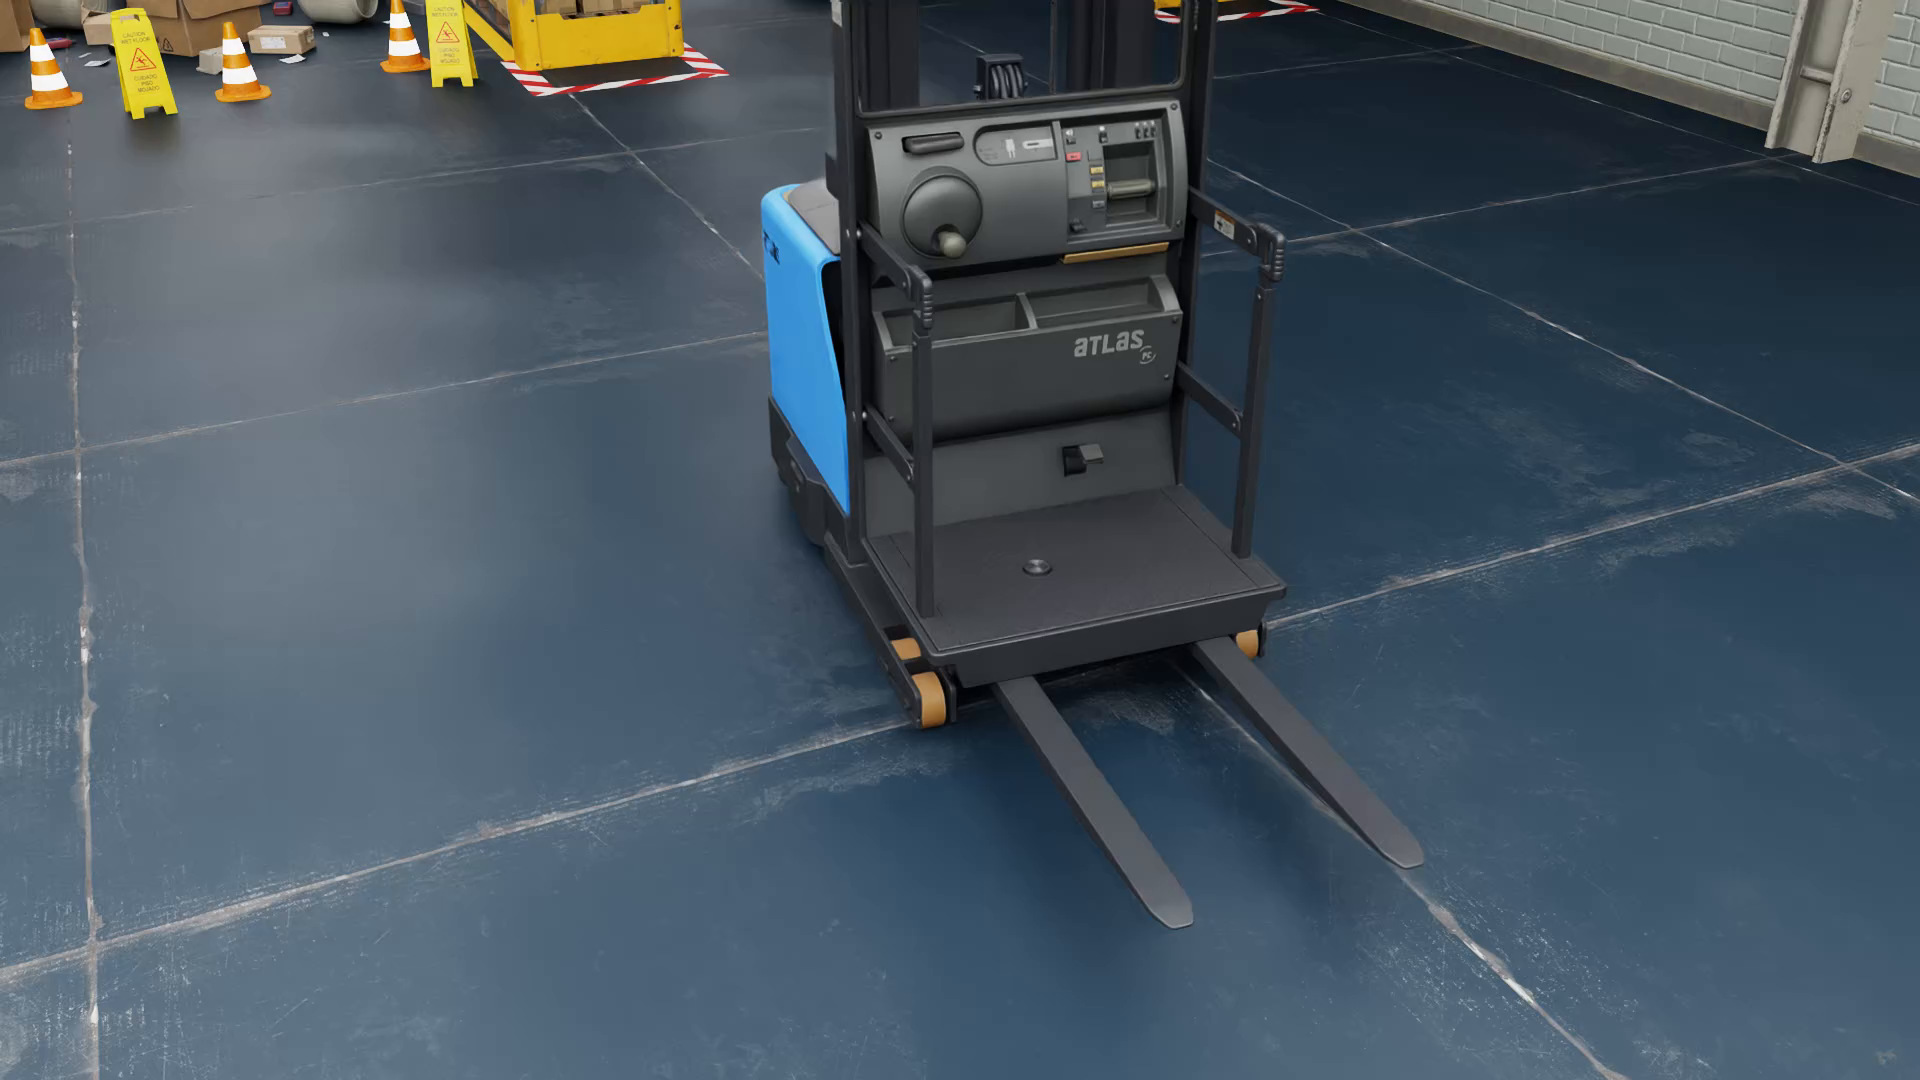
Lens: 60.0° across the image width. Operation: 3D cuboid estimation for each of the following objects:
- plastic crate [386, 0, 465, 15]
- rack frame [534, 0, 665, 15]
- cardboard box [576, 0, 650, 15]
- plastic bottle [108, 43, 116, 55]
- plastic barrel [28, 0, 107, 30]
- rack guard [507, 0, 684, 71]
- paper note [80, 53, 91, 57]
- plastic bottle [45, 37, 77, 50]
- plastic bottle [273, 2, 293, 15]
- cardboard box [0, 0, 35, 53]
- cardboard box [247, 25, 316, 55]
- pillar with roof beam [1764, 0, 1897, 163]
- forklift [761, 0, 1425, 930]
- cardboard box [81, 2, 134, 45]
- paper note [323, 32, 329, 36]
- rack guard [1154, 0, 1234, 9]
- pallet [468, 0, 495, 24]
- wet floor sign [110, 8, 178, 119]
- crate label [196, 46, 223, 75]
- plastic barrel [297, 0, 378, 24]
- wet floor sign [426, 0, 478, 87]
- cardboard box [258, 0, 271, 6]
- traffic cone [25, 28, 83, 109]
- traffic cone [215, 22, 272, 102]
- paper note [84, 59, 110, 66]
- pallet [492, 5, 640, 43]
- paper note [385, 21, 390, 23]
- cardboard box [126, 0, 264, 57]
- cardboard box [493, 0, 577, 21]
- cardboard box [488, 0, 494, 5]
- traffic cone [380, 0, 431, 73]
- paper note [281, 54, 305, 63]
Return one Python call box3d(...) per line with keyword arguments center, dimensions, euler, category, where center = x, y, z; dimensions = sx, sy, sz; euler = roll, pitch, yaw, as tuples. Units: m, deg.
box3d(center=(-4.321, -4.349, 13.423), dimensions=(0.583, 0.080, 0.402), euler=(26, 38, 38), category="plastic crate")
box3d(center=(-2.537, -4.721, 11.102), dimensions=(1.000, 3.000, 0.127), euler=(-13, 32, -22), category="rack frame")
box3d(center=(-2.634, -4.119, 12.411), dimensions=(0.500, 0.250, 0.500), euler=(-13, 32, -22), category="cardboard box")
box3d(center=(-6.071, -3.556, 12.030), dimensions=(0.283, 0.061, 0.133), euler=(26, 38, 38), category="plastic bottle")
box3d(center=(-6.809, -4.101, 12.631), dimensions=(0.512, 0.421, 0.421), euler=(7, 30, 13), category="plastic barrel")
box3d(center=(-2.570, -3.664, 11.773), dimensions=(1.175, 0.500, 0.348), euler=(-13, 32, -22), category="rack guard")
box3d(center=(-6.292, -3.486, 11.957), dimensions=(0.032, 0.001, 0.123), euler=(2, 29, 4), category="paper note")
box3d(center=(-6.624, -3.626, 12.153), dimensions=(0.133, 0.061, 0.283), euler=(26, 38, 38), category="plastic bottle")
box3d(center=(-5.394, -4.242, 13.253), dimensions=(0.133, 0.061, 0.283), euler=(-8, 30, -13), category="plastic bottle")
box3d(center=(-7.089, -3.844, 12.092), dimensions=(0.500, 0.500, 0.500), euler=(-8, 30, -13), category="cardboard box")
box3d(center=(-4.924, -3.632, 12.075), dimensions=(0.380, 0.149, 0.250), euler=(2, 29, 4), category="cardboard box")
box3d(center=(1.147, -5.324, 6.044), dimensions=(9.100, 9.000, 0.400), euler=(-13, 32, -22), category="pillar with roof beam")
box3d(center=(0.276, -0.962, 4.468), dimensions=(1.130, 2.935, 3.031), euler=(-10, 31, -17), category="forklift")
box3d(center=(-6.280, -3.839, 12.324), dimensions=(0.396, 0.266, 0.258), euler=(-8, 30, -13), category="cardboard box")
box3d(center=(-4.784, -3.815, 12.543), dimensions=(0.032, 0.001, 0.123), euler=(-13, 32, -22), category="paper note")
box3d(center=(1.954, -4.664, 13.556), dimensions=(1.175, 0.500, 0.348), euler=(-13, 32, -22), category="rack guard")
box3d(center=(-3.407, -4.443, 13.457), dimensions=(1.003, 0.211, 1.213), euler=(-13, 32, -22), category="pallet")
box3d(center=(-5.164, -3.013, 10.463), dimensions=(0.267, 0.644, 0.232), euler=(-19, 35, -30), category="wet floor sign")
box3d(center=(-5.137, -3.342, 11.571), dimensions=(0.298, 0.136, 0.250), euler=(19, 34, 30), category="crate label")
box3d(center=(-4.791, -4.192, 12.792), dimensions=(0.512, 0.421, 0.421), euler=(7, 30, 13), category="plastic barrel")
box3d(center=(-3.422, -3.385, 11.128), dimensions=(0.267, 0.644, 0.232), euler=(-3, 29, -5), category="wet floor sign")
box3d(center=(-5.843, -4.485, 13.476), dimensions=(0.396, 0.266, 0.258), euler=(13, 32, 21), category="cardboard box")
box3d(center=(-5.910, -3.063, 10.739), dimensions=(0.336, 0.463, 0.334), euler=(-13, 32, -22), category="traffic cone")
box3d(center=(-4.744, -3.150, 10.895), dimensions=(0.336, 0.463, 0.334), euler=(-13, 32, -22), category="traffic cone")
box3d(center=(-6.086, -3.372, 11.734), dimensions=(0.144, 0.017, 0.142), euler=(-3, 29, -5), category="paper note")
box3d(center=(-2.887, -3.904, 12.497), dimensions=(1.003, 0.211, 1.213), euler=(-13, 32, -22), category="pallet")
box3d(center=(-4.382, -4.032, 12.908), dimensions=(0.148, 0.019, 0.142), euler=(26, 38, 38), category="paper note")
box3d(center=(-5.578, -3.876, 12.148), dimensions=(0.637, 0.503, 0.797), euler=(13, 32, 21), category="cardboard box")
box3d(center=(-3.138, -4.016, 12.227), dimensions=(0.500, 0.250, 0.500), euler=(-13, 32, -22), category="cardboard box")
box3d(center=(-3.343, -4.236, 12.619), dimensions=(0.500, 0.250, 0.500), euler=(-13, 32, -22), category="cardboard box")
box3d(center=(-3.887, -3.533, 11.578), dimensions=(0.336, 0.463, 0.334), euler=(-13, 32, -22), category="traffic cone")
box3d(center=(-4.741, -3.425, 11.828), dimensions=(0.142, 0.019, 0.148), euler=(26, 38, 38), category="paper note")
